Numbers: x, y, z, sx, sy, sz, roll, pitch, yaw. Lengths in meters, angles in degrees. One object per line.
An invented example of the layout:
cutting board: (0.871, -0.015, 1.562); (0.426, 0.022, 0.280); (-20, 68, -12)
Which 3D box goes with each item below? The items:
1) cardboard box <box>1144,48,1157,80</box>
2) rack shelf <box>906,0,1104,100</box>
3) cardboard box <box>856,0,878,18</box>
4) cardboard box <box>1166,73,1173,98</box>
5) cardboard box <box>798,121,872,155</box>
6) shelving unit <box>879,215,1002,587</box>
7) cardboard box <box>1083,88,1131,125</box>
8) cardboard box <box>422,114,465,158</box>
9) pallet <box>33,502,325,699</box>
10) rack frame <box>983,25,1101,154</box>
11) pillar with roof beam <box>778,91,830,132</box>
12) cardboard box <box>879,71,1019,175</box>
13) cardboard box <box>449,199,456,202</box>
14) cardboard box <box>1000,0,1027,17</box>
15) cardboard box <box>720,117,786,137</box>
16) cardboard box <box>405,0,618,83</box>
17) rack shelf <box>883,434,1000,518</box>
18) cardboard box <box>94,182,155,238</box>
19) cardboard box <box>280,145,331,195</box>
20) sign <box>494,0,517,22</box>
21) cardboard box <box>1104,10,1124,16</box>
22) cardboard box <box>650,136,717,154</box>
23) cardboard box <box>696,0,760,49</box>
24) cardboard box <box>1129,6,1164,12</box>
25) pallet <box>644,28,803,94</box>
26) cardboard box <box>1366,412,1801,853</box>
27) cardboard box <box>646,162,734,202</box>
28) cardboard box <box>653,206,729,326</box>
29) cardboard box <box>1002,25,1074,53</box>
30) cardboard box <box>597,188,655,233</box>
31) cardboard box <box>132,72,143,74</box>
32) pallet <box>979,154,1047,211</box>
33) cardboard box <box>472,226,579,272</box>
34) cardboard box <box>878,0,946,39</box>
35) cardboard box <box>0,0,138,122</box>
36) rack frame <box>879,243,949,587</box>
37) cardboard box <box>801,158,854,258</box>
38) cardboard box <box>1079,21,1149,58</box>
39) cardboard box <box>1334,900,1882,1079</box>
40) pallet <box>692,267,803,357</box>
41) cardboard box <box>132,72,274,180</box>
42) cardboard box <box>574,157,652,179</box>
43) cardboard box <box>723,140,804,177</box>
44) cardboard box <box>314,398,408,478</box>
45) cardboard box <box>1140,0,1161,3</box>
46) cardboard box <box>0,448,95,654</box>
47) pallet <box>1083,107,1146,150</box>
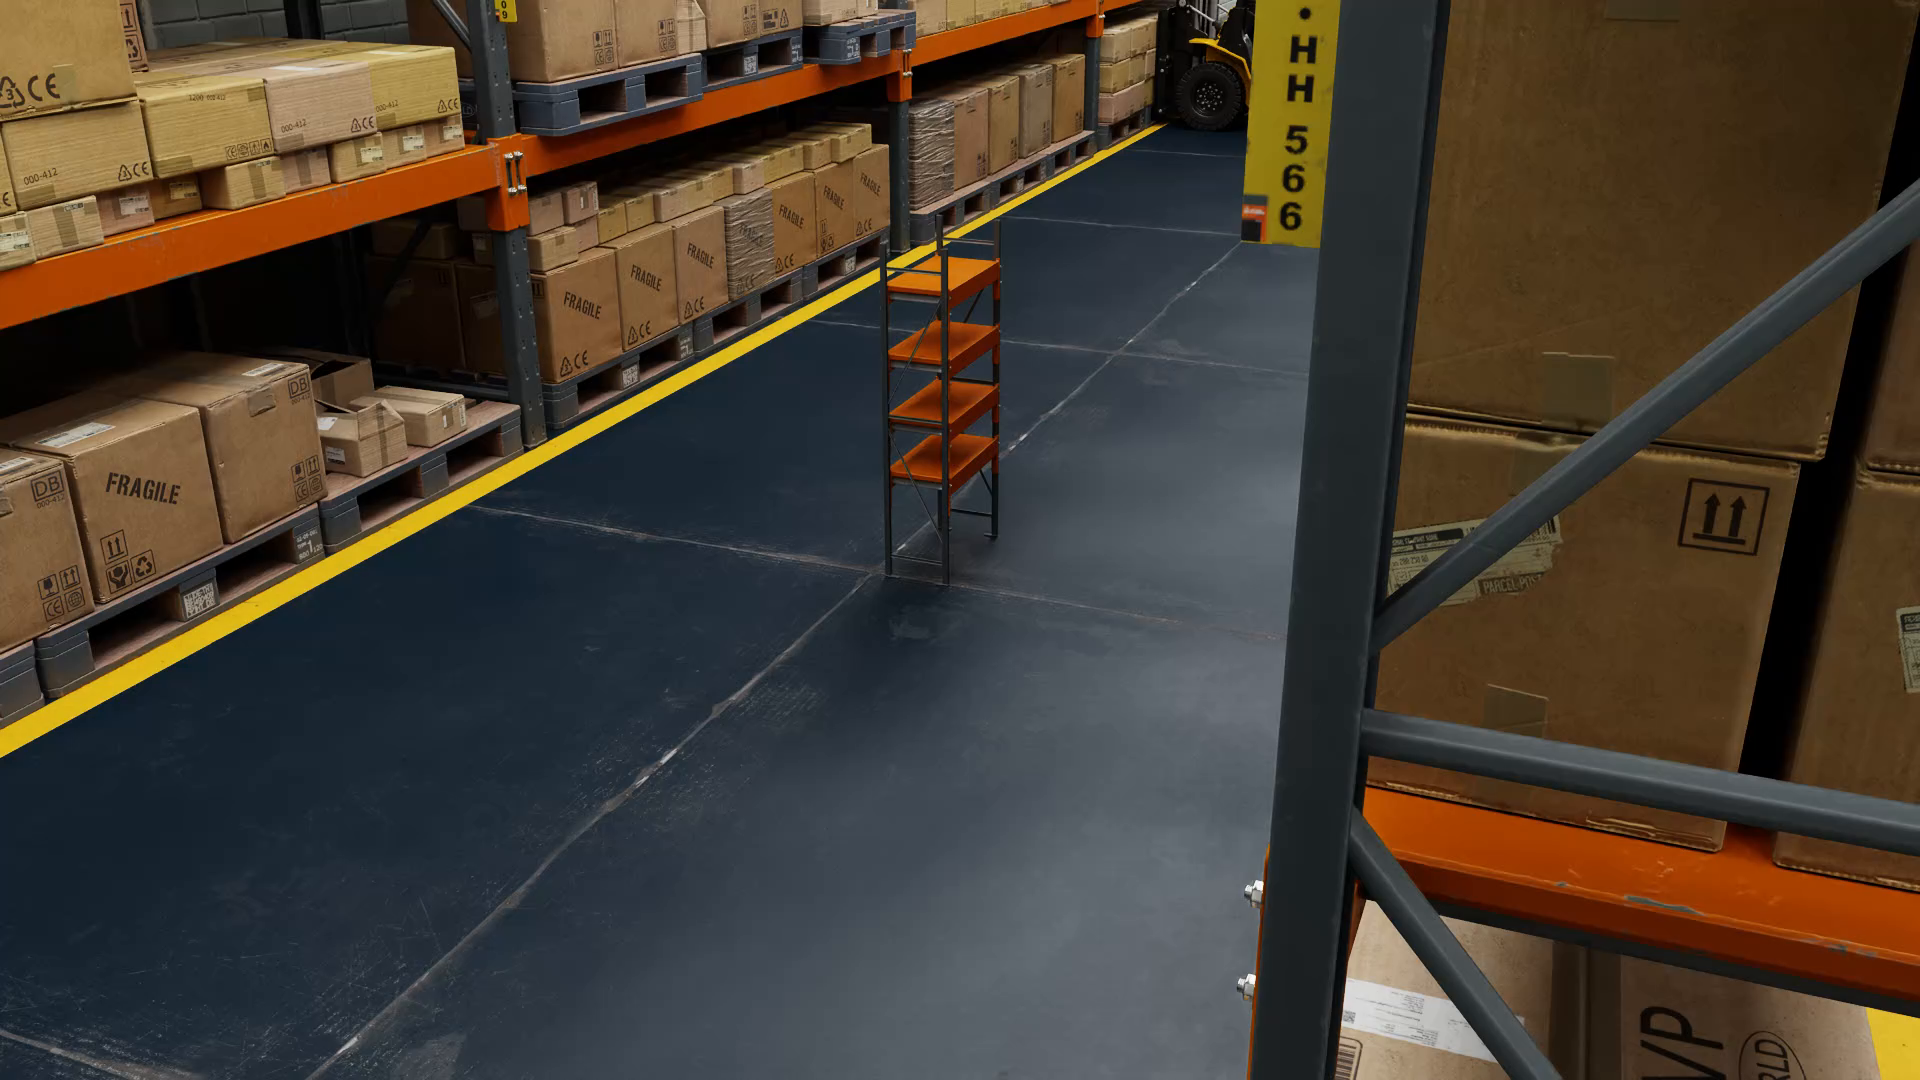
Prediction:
cardboard box: (1.529, -4.370, 15.193); (0.500, 0.250, 0.500); (9, 24, 20)
rack shelf: (-0.063, -3.679, 12.099); (1.077, 0.370, 4.000); (9, 24, 20)
cardboard box: (-0.693, -3.083, 9.520); (0.380, 0.149, 0.250); (9, 24, 21)
cardboard box: (1.725, -4.326, 15.737); (0.500, 0.250, 0.500); (10, 25, 22)
cardboard box: (-0.754, -2.422, 10.012); (0.380, 0.149, 0.250); (8, 24, 17)
shelving unit: (-0.061, -0.494, 5.877); (0.258, 1.200, 0.503); (9, 24, 20)
cardboard box: (1.167, -3.777, 14.423); (0.500, 0.250, 0.500); (9, 24, 21)
cardboard box: (-2.175, -1.597, 6.508); (0.380, 0.149, 0.250); (9, 24, 21)
pallet: (-2.999, 0.107, 5.720); (1.003, 0.211, 1.213); (9, 24, 20)
rack frame: (0.680, -4.726, 13.673); (1.000, 3.000, 0.127); (9, 24, 20)
pillar with roof beam: (2.839, -6.042, 9.040); (9.100, 9.000, 0.400); (9, 24, 20)
cardboard box: (-0.076, -3.090, 12.292); (0.875, 0.625, 0.625); (8, 24, 18)
cardboard box: (-2.247, -1.559, 7.948); (0.380, 0.149, 0.250); (9, 24, 21)
cardboard box: (0.157, -3.899, 11.888); (0.500, 0.250, 0.500); (10, 25, 22)
cardboard box: (-1.289, -2.493, 10.182); (0.380, 0.149, 0.250); (10, 25, 23)
cardboard box: (-1.904, -2.245, 7.057); (0.700, 0.500, 0.500); (9, 24, 21)
rack shelf: (-0.061, -0.249, 5.979); (0.258, 0.148, 0.480); (9, 24, 20)
cardboard box: (-2.765, -1.048, 5.192); (0.380, 0.149, 0.250); (9, 24, 20)
cardboard box: (-2.449, -1.315, 5.831); (0.380, 0.149, 0.250); (9, 24, 21)
sign: (-1.785, -2.188, 6.473); (0.100, 0.325, 0.005); (9, 24, 20)
cardboard box: (1.237, -4.860, 15.719); (0.500, 0.250, 0.500); (8, 24, 19)
cardboard box: (-1.617, -2.217, 9.522); (0.380, 0.149, 0.250); (8, 24, 18)
cardboard box: (-1.420, -2.711, 8.173); (0.700, 0.500, 0.500); (9, 24, 20)
cardboard box: (1.922, -4.969, 15.980); (0.500, 0.250, 0.500); (9, 24, 21)
pallet: (-1.524, -2.510, 8.616); (1.003, 0.211, 1.213); (9, 24, 20)
cardboard box: (0.766, 0.021, 2.179); (0.500, 0.500, 0.500); (9, 24, 20)
cardboard box: (-1.411, -1.870, 8.693); (0.380, 0.149, 0.250); (9, 24, 20)
cardboard box: (-1.525, -1.415, 8.443); (0.500, 0.500, 0.500); (8, 24, 18)
cardboard box: (0.683, -4.317, 14.418); (0.500, 0.250, 0.500); (9, 24, 21)
cardboard box: (-1.706, -1.597, 8.039); (0.380, 0.149, 0.250); (8, 24, 19)
cardboard box: (-3.099, -1.428, 5.586); (0.500, 0.250, 0.500); (9, 24, 21)
pallet: (-0.009, -2.732, 12.517); (1.003, 0.211, 1.213); (9, 24, 20)
cardboard box: (-1.911, -1.293, 7.312); (0.380, 0.149, 0.250); (10, 25, 23)
cardboard box: (-0.414, -3.350, 10.572); (0.500, 0.250, 0.500); (9, 24, 20)
cardboard box: (-2.802, -1.507, 4.801); (0.500, 0.500, 0.500); (9, 24, 21)
rack frame: (-0.152, -0.407, 5.668); (0.240, 1.200, 0.015); (9, 24, 20)
cardboard box: (-0.959, -1.976, 9.786); (0.500, 0.500, 0.500); (8, 24, 19)
cardboard box: (1.351, -4.422, 14.671); (0.500, 0.250, 0.500); (9, 24, 20)
cardboard box: (0.985, 1.015, 2.707); (0.875, 0.438, 0.875); (8, 24, 18)
pallet: (-1.573, -1.311, 9.116); (1.003, 0.211, 1.213); (9, 24, 20)
cardboard box: (-2.624, -1.356, 5.414); (0.500, 0.250, 0.500); (9, 24, 20)
cardboard box: (-1.859, -1.932, 8.839); (0.380, 0.149, 0.250); (8, 24, 18)
cardboard box: (-1.106, -2.144, 9.347); (0.380, 0.149, 0.250); (10, 24, 22)
cardboard box: (-2.358, -0.427, 6.382); (0.396, 0.266, 0.258); (10, 25, 22)
cardboard box: (1.812, -5.399, 17.010); (0.500, 0.250, 0.500); (8, 24, 19)
cardboard box: (-3.108, 0.022, 5.004); (0.700, 0.500, 0.500); (10, 25, 22)
pallet: (1.014, -3.718, 14.878); (1.003, 0.211, 1.213); (9, 24, 20)
